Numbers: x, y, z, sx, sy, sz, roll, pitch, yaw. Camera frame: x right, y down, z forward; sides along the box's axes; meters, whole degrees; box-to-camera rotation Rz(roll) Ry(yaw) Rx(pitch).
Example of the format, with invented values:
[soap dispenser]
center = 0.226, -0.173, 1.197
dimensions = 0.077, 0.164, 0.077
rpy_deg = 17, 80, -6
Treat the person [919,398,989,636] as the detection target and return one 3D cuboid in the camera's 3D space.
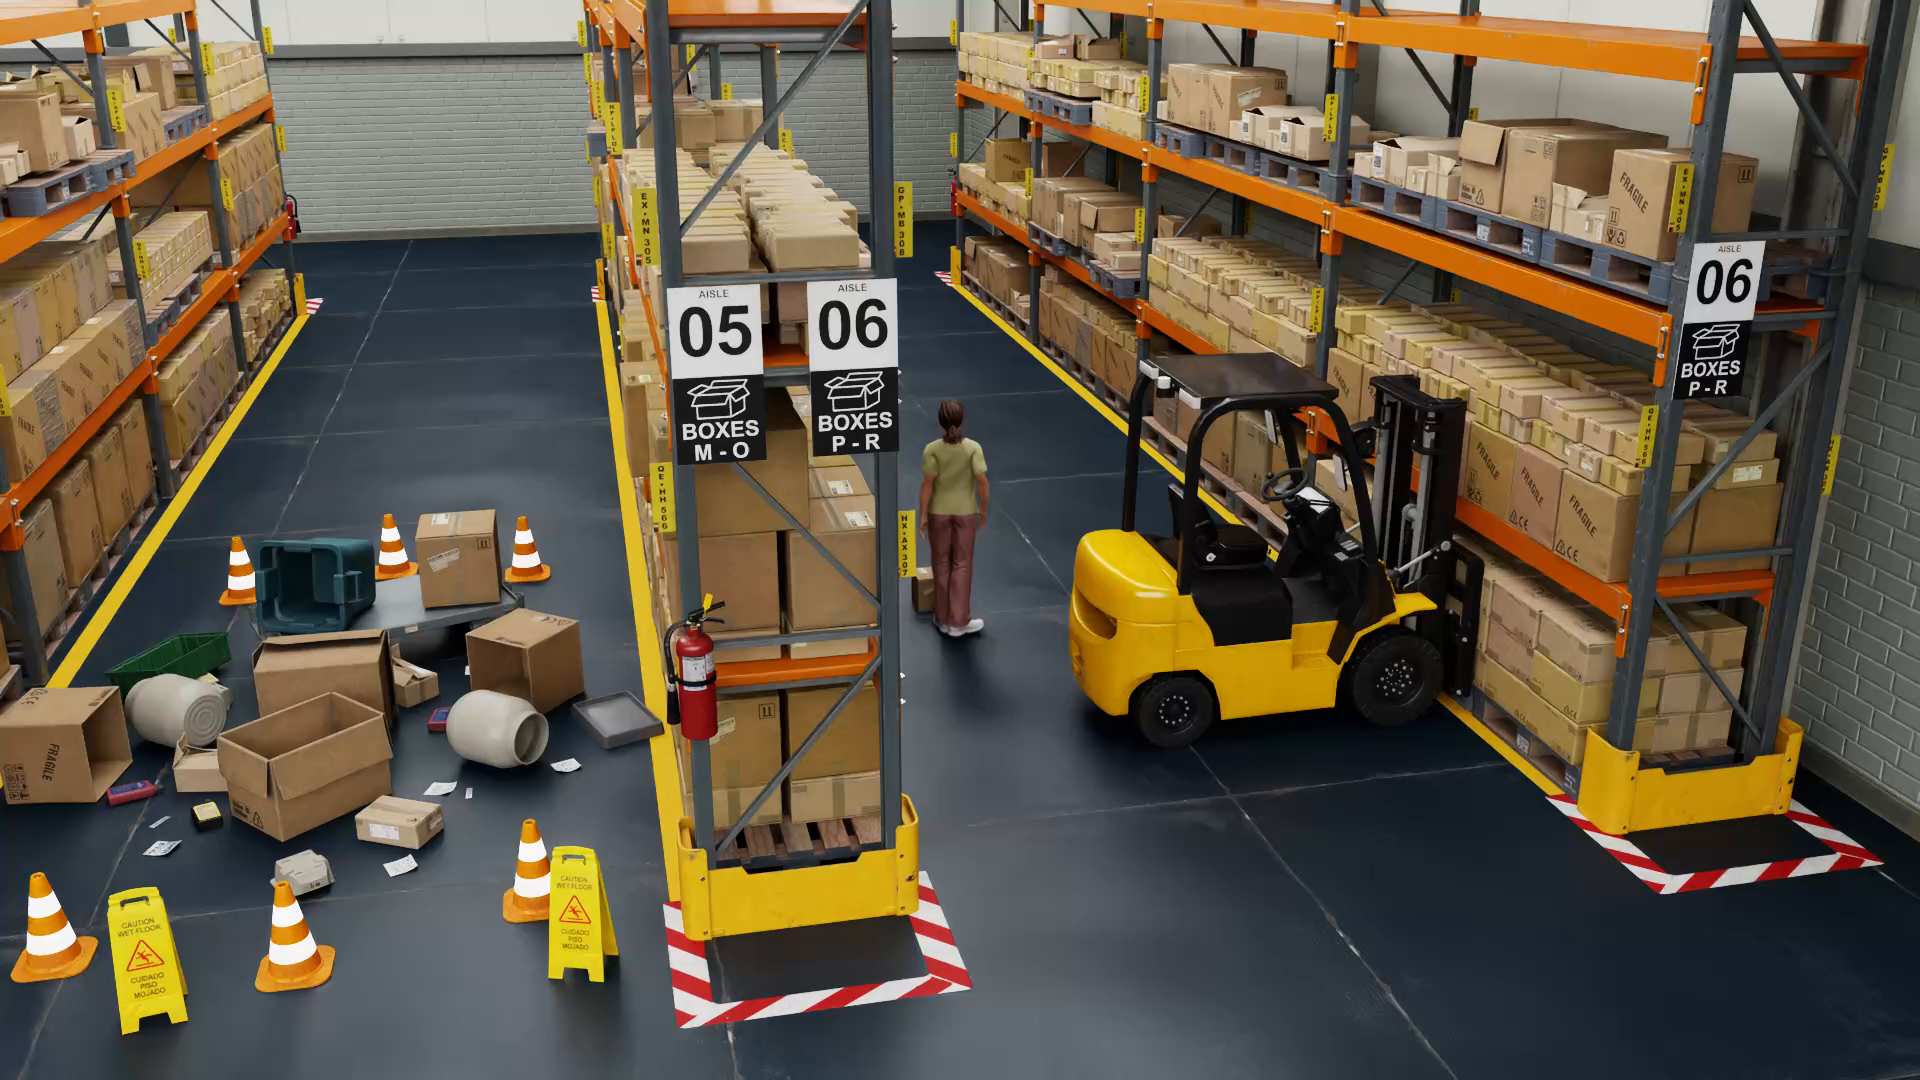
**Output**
[person]
center = -0.045, -0.161, 11.483
dimensions = 0.481, 1.672, 0.396
rpy_deg = -1, 20, -2
